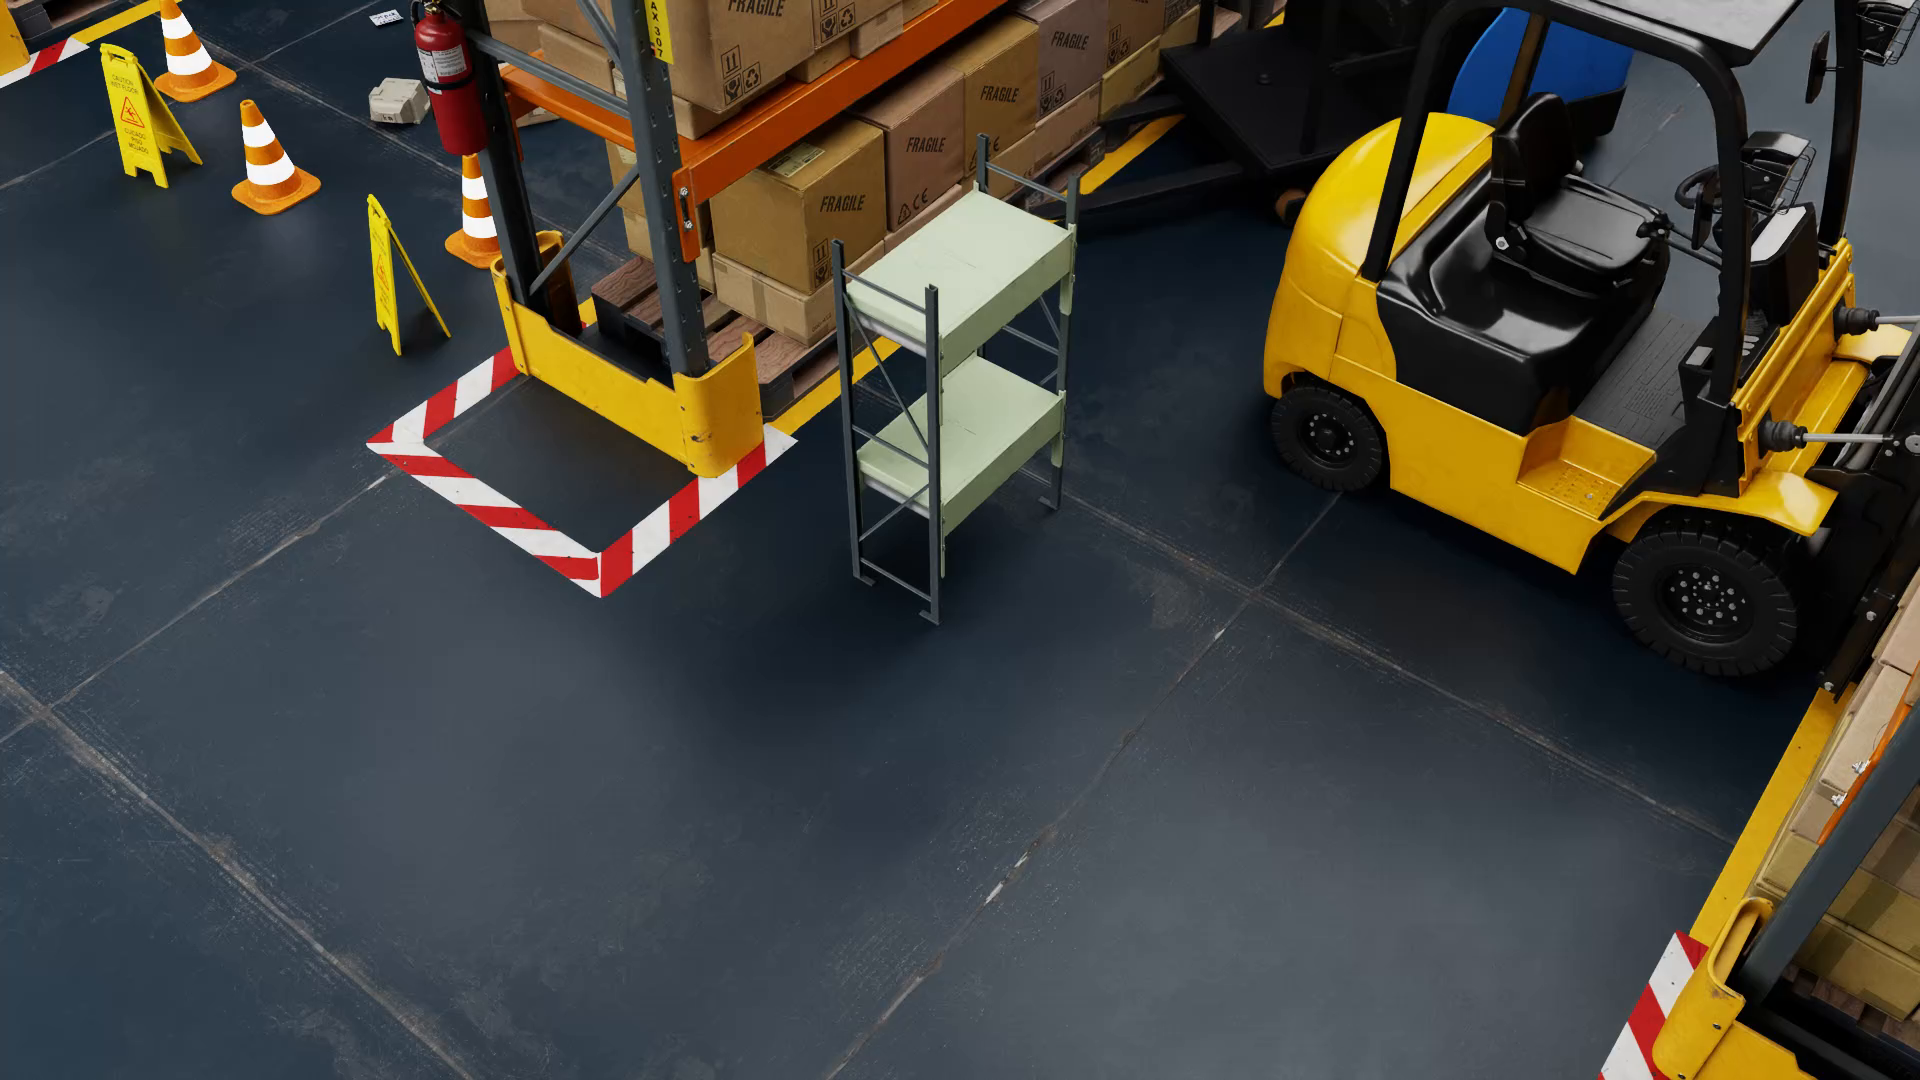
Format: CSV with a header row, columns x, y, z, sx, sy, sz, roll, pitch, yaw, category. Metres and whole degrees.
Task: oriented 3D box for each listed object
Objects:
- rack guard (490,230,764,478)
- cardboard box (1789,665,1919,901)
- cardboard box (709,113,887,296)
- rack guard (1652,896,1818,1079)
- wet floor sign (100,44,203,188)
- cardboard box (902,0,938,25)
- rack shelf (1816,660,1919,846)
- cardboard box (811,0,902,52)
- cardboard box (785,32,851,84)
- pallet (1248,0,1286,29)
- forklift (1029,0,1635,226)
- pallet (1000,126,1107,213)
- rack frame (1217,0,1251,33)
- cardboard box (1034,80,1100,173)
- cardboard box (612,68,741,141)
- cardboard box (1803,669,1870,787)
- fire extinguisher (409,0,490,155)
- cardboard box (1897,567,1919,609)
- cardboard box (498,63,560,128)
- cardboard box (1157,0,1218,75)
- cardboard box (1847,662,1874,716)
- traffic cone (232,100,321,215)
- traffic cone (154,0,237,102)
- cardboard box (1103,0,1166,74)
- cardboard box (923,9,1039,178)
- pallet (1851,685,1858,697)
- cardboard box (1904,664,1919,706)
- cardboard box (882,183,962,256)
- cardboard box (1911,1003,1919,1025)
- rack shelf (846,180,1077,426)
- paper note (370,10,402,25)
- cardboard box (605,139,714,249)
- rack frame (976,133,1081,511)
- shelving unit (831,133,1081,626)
x,y,z,sx,sy,sz,roll,pitch,yaw,category
-1.323,-0.750,6.621,1.175,0.500,0.348,29,53,25,rack guard
2.596,0.680,4.446,0.500,0.250,0.500,31,54,26,cardboard box
-0.643,-1.378,6.584,0.500,0.500,0.500,28,52,24,cardboard box
2.547,1.499,4.472,1.175,0.500,0.348,29,53,25,rack guard
-3.799,-1.996,7.710,0.267,0.644,0.232,21,50,19,wet floor sign
-0.305,-2.141,6.394,0.380,0.149,0.250,31,54,26,cardboard box
3.784,-0.274,4.935,1.077,0.370,4.000,29,53,25,rack shelf
-0.546,-2.154,5.958,0.500,0.500,0.500,31,54,26,cardboard box
-0.628,-1.853,6.120,0.380,0.149,0.250,28,52,24,cardboard box
1.551,-3.342,9.297,1.003,0.211,1.213,29,53,25,pallet
1.602,-2.888,6.982,3.031,2.935,1.130,-16,48,-15,forklift
-0.052,-1.795,7.819,1.003,0.211,1.213,29,53,25,pallet
1.077,-3.859,7.862,1.000,3.000,0.127,29,53,25,rack frame
0.296,-1.999,7.697,0.500,0.250,0.500,30,53,26,cardboard box
-0.997,-1.586,5.865,0.380,0.149,0.250,29,53,25,cardboard box
2.910,0.738,5.082,0.500,0.250,0.500,29,53,25,cardboard box
-1.804,-1.682,5.836,0.296,0.674,0.183,29,53,25,fire extinguisher
3.204,0.092,5.007,0.500,0.250,0.500,30,53,25,cardboard box
-2.167,-2.228,8.276,0.250,0.149,0.380,-17,49,-15,cardboard box
0.928,-2.597,8.268,0.500,0.250,0.500,32,54,27,cardboard box
2.927,0.555,4.911,0.500,0.250,0.500,29,53,25,cardboard box
-3.213,-1.807,7.656,0.336,0.463,0.334,29,53,25,traffic cone
-3.899,-2.501,8.319,0.336,0.463,0.334,29,53,25,traffic cone
0.618,-2.565,7.718,0.500,0.500,0.500,30,53,26,cardboard box
-0.014,-1.962,7.143,0.500,0.500,0.500,30,53,26,cardboard box
3.742,0.434,5.689,1.003,0.211,1.213,29,53,25,pallet
2.654,0.190,3.925,0.500,0.500,0.500,28,52,24,cardboard box
-0.339,-1.394,7.118,0.500,0.250,0.500,31,54,26,cardboard box
3.016,1.232,4.610,0.500,0.250,0.500,29,53,25,cardboard box
-0.004,-0.784,5.422,0.431,0.370,0.720,29,53,25,rack shelf
-3.071,-2.798,8.903,0.142,0.017,0.144,-25,51,-22,paper note
-1.086,-1.598,6.795,0.500,0.500,0.500,30,53,25,cardboard box
0.220,-0.724,5.904,0.400,1.500,0.023,29,53,25,rack frame
-0.004,-0.514,5.704,0.431,1.500,0.755,29,53,25,shelving unit
